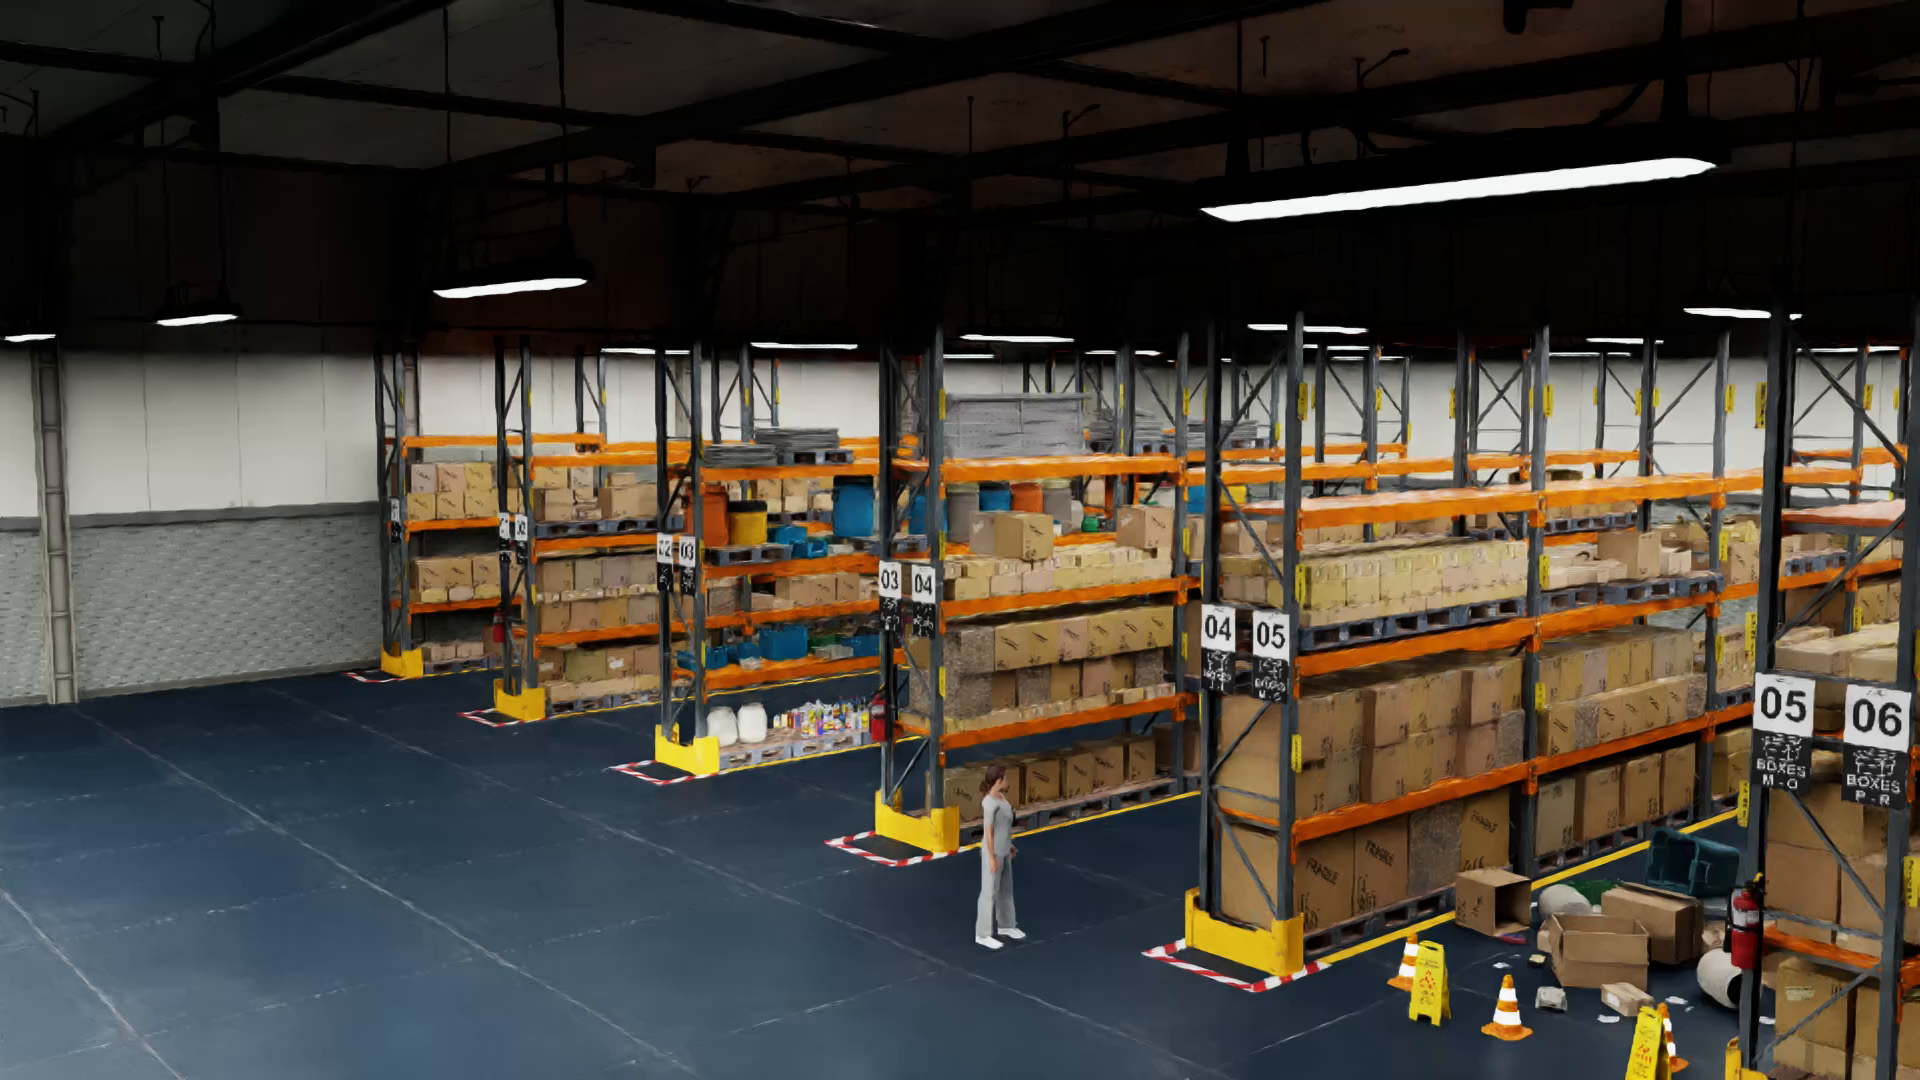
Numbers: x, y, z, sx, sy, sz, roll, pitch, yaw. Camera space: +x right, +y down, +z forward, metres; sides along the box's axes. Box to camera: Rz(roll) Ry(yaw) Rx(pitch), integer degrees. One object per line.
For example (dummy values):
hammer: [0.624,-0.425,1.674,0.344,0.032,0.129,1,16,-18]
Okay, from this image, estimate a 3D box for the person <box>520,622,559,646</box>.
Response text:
person: [-7.254,1.678,28.833,0.703,1.718,0.843,3,6,33]

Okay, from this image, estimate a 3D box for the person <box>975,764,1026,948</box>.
person: [0.380,2.912,15.454,0.440,1.675,0.496,2,5,18]
